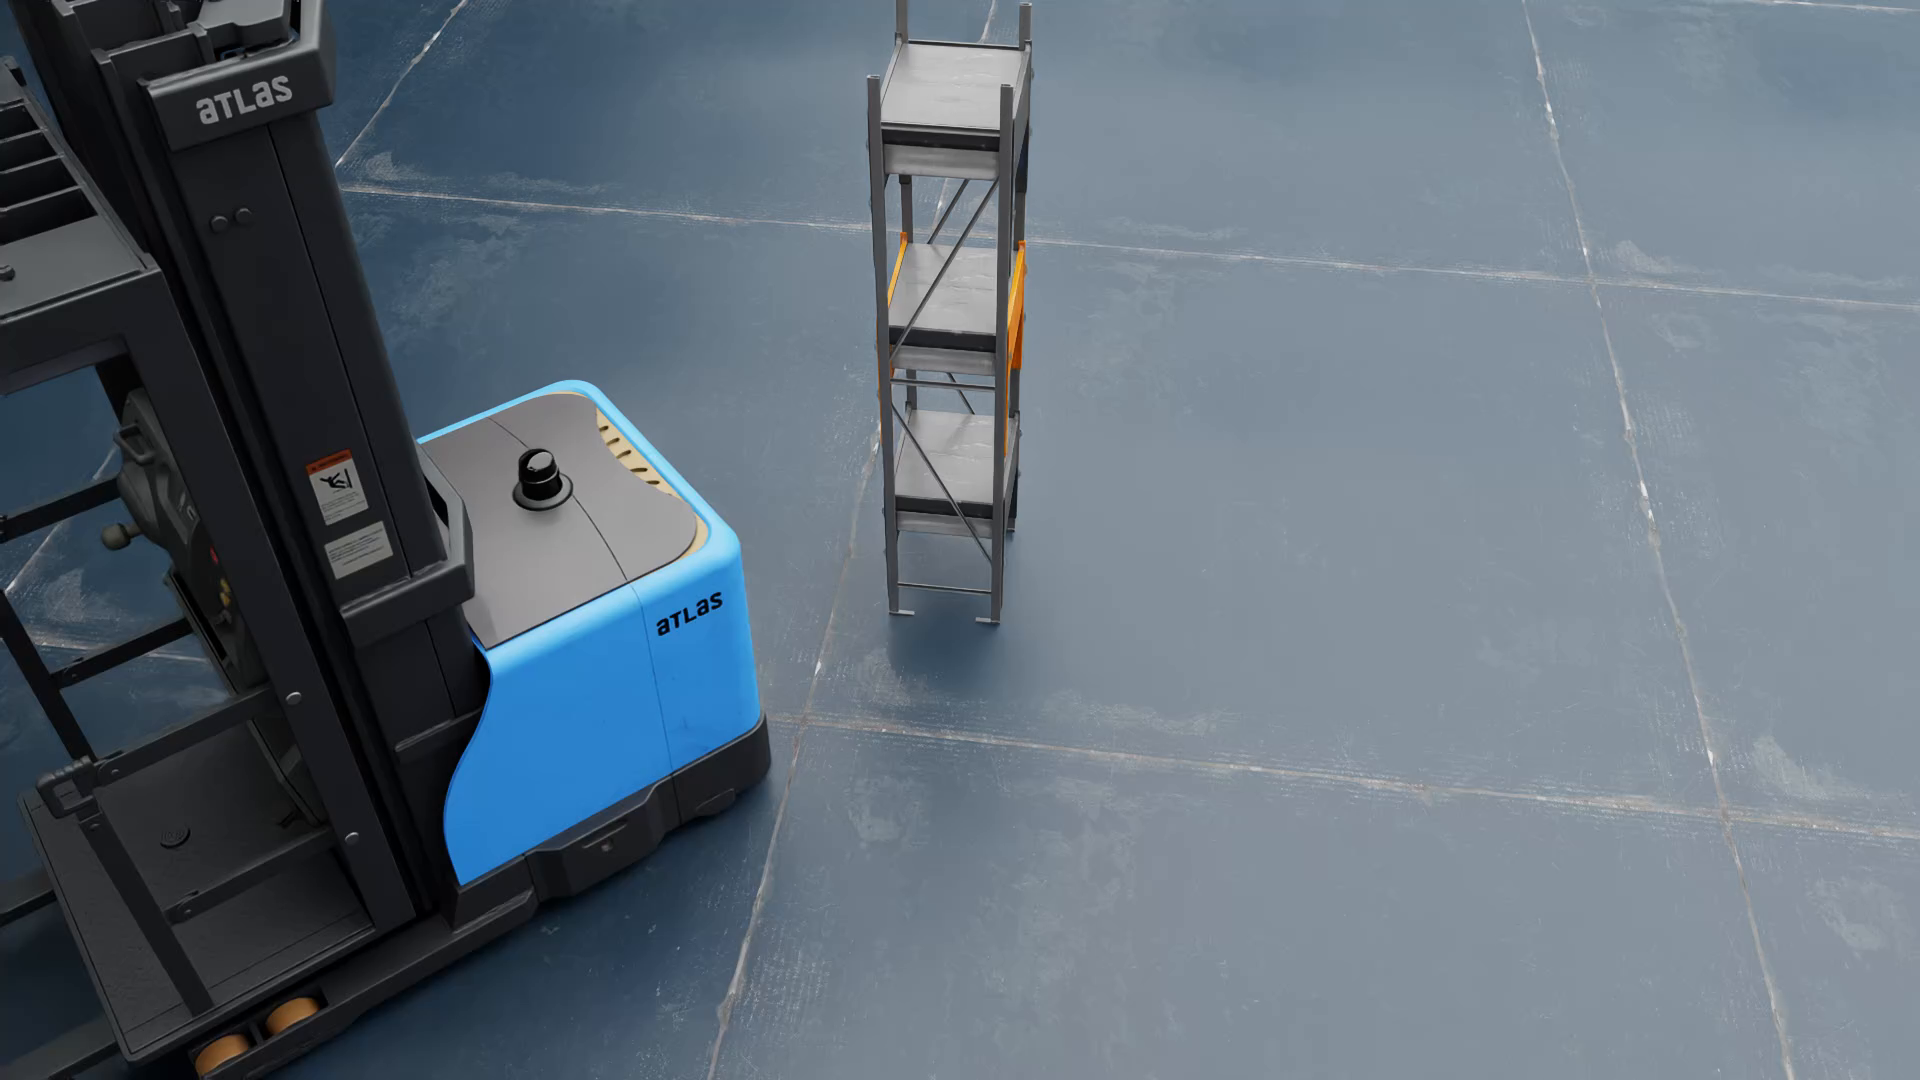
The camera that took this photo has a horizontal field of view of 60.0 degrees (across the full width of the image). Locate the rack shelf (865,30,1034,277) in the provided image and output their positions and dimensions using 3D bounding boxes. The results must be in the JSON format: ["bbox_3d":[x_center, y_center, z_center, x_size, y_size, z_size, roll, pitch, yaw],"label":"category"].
[{"bbox_3d":[-0.022,-1.148,4.937,0.431,0.518,0.480,5,44,6],"label":"rack shelf"}]

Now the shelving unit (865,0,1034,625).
[{"bbox_3d":[-0.022,-0.650,5.409,0.431,2.100,0.503,5,44,6],"label":"shelving unit"}]

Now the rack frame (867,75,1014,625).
[{"bbox_3d":[-0.054,-0.483,5.233,0.400,2.100,0.015,5,44,6],"label":"rack frame"}]

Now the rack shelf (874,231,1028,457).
[{"bbox_3d":[-0.022,-0.640,5.418,0.431,0.518,0.480,5,44,6],"label":"rack shelf"}]

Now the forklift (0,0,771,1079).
[{"bbox_3d":[-2.096,0.057,4.058,3.031,2.935,1.130,-27,50,-26],"label":"forklift"}]

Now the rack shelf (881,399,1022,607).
[{"bbox_3d":[-0.022,-0.131,5.900,0.431,0.518,0.480,5,44,6],"label":"rack shelf"}]

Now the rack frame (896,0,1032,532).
[{"bbox_3d":[0.010,-0.816,5.585,0.400,2.100,0.015,5,44,6],"label":"rack frame"}]
